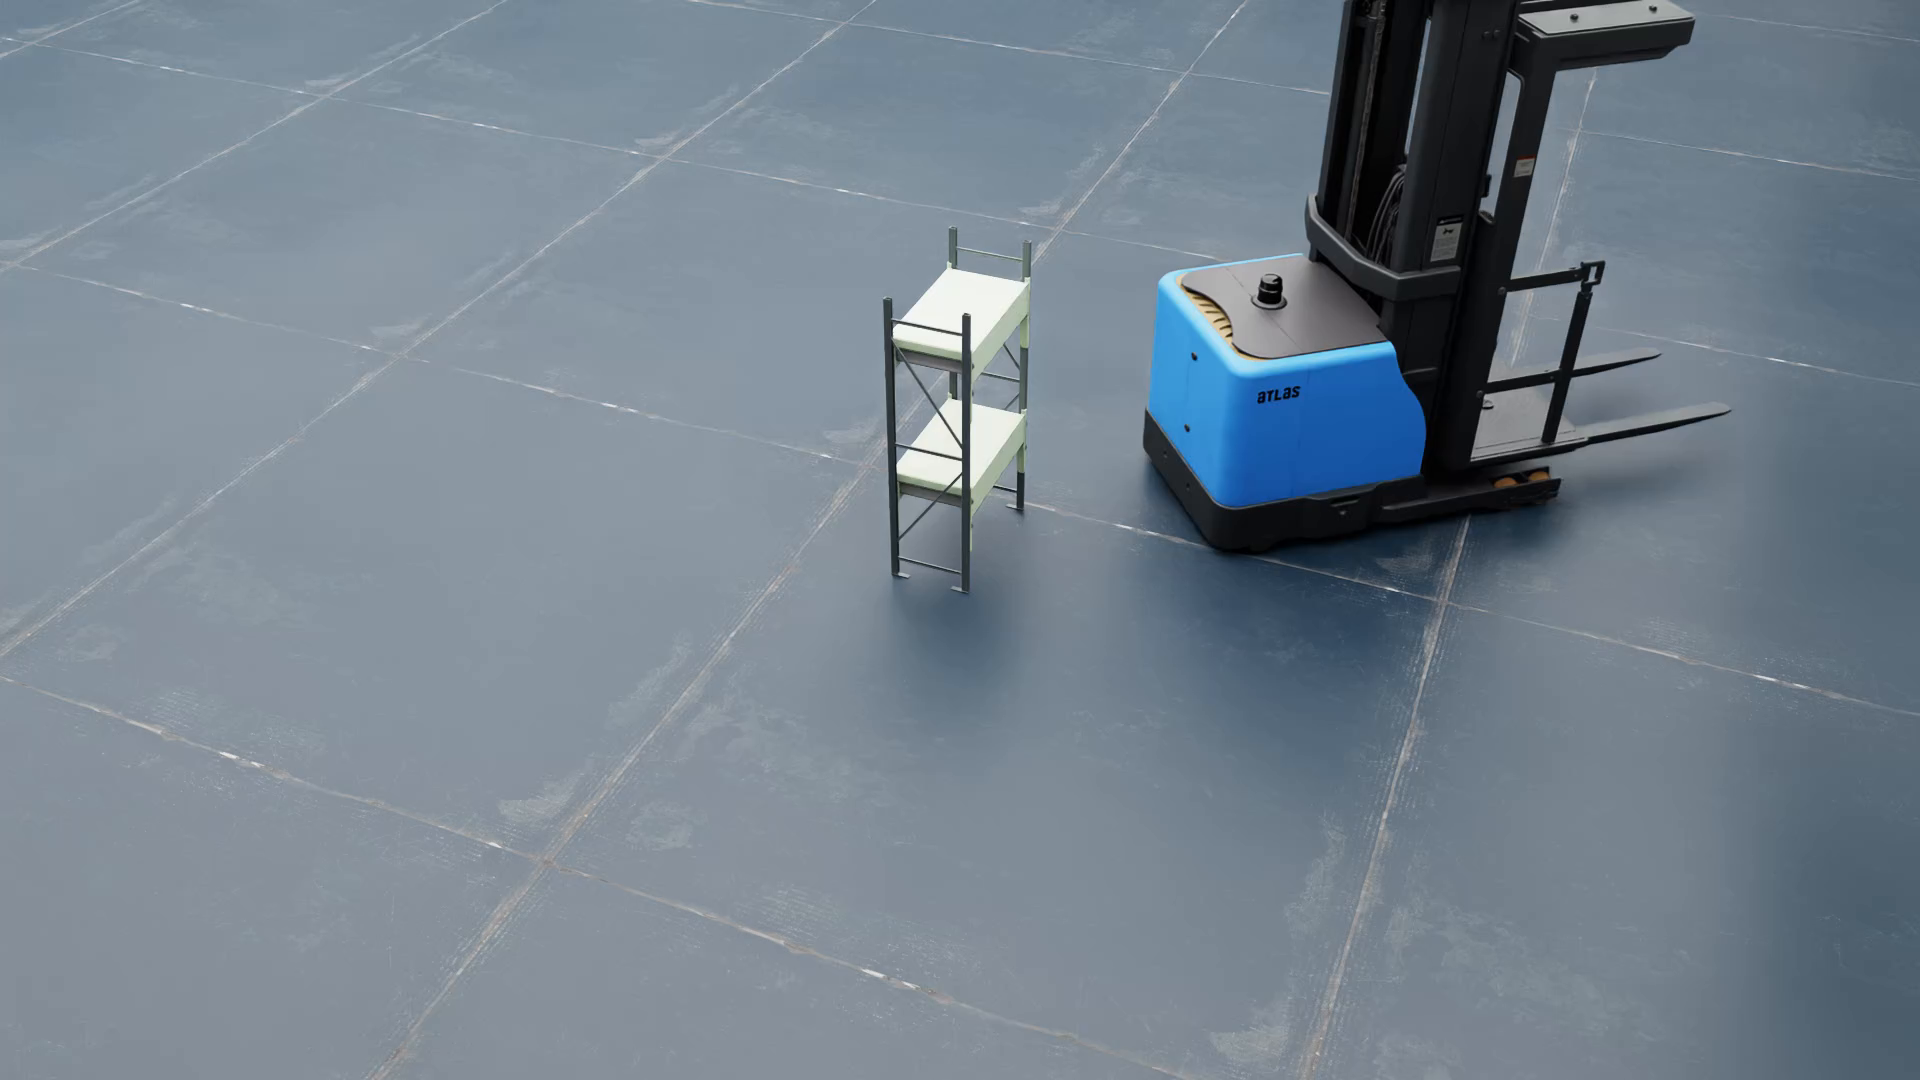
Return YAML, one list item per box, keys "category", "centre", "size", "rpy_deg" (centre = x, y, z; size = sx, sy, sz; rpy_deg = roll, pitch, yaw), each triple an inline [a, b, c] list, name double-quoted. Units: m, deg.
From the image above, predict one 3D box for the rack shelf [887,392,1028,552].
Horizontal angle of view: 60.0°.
- category: "rack shelf"
  centre: [-0.003, -0.336, 7.991]
  size: [0.431, 0.370, 0.720]
  rpy_deg: [14, 39, 18]

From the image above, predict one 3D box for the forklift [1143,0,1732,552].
- category: "forklift"
  centre: [2.542, -1.616, 7.964]
  size: [3.031, 2.935, 1.130]
  rpy_deg: [-10, 38, -13]

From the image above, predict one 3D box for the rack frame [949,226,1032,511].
- category: "rack frame"
  centre: [0.137, -0.800, 8.067]
  size: [0.400, 1.500, 0.023]
  rpy_deg: [14, 39, 18]

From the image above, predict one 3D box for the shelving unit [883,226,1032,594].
- category: "shelving unit"
  centre: [-0.003, -0.597, 7.796]
  size: [0.431, 1.500, 0.755]
  rpy_deg: [14, 39, 18]

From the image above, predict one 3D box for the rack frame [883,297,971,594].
- category: "rack frame"
  centre: [-0.142, -0.394, 7.525]
  size: [0.400, 1.500, 0.023]
  rpy_deg: [14, 39, 18]

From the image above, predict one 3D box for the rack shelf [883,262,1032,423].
- category: "rack shelf"
  centre: [-0.003, -0.910, 7.562]
  size: [0.431, 0.370, 0.720]
  rpy_deg: [14, 39, 18]
